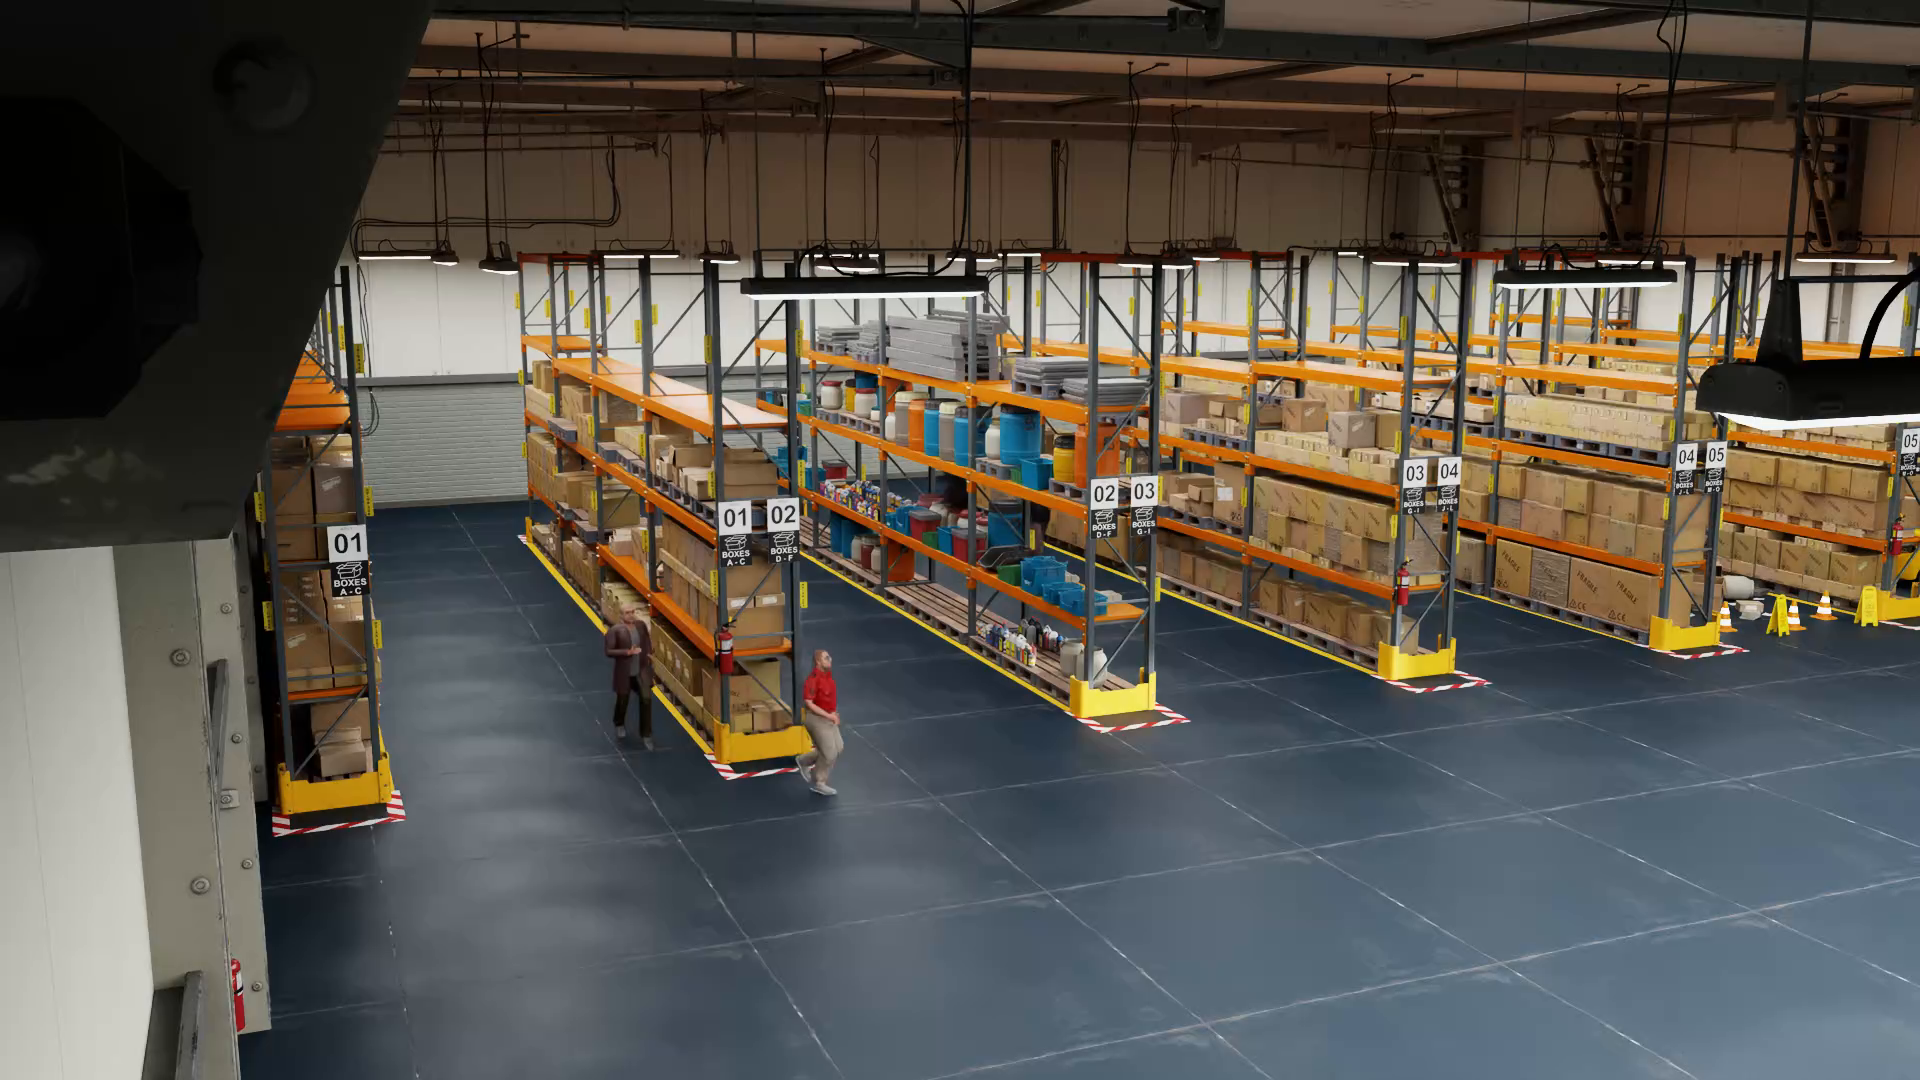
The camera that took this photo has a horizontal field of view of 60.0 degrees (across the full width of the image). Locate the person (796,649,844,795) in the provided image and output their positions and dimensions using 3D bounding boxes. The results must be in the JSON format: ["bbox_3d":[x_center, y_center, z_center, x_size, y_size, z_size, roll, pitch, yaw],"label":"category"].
[{"bbox_3d":[-1.606,2.073,19.081,0.599,1.687,0.702,2,11,12],"label":"person"}]

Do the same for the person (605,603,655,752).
[{"bbox_3d":[-4.137,1.687,20.855,0.677,1.843,0.870,-6,12,-29],"label":"person"}]

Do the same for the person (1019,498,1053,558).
[{"bbox_3d":[1.437,-0.296,30.142,0.650,1.747,0.875,-7,13,-35],"label":"person"}]
